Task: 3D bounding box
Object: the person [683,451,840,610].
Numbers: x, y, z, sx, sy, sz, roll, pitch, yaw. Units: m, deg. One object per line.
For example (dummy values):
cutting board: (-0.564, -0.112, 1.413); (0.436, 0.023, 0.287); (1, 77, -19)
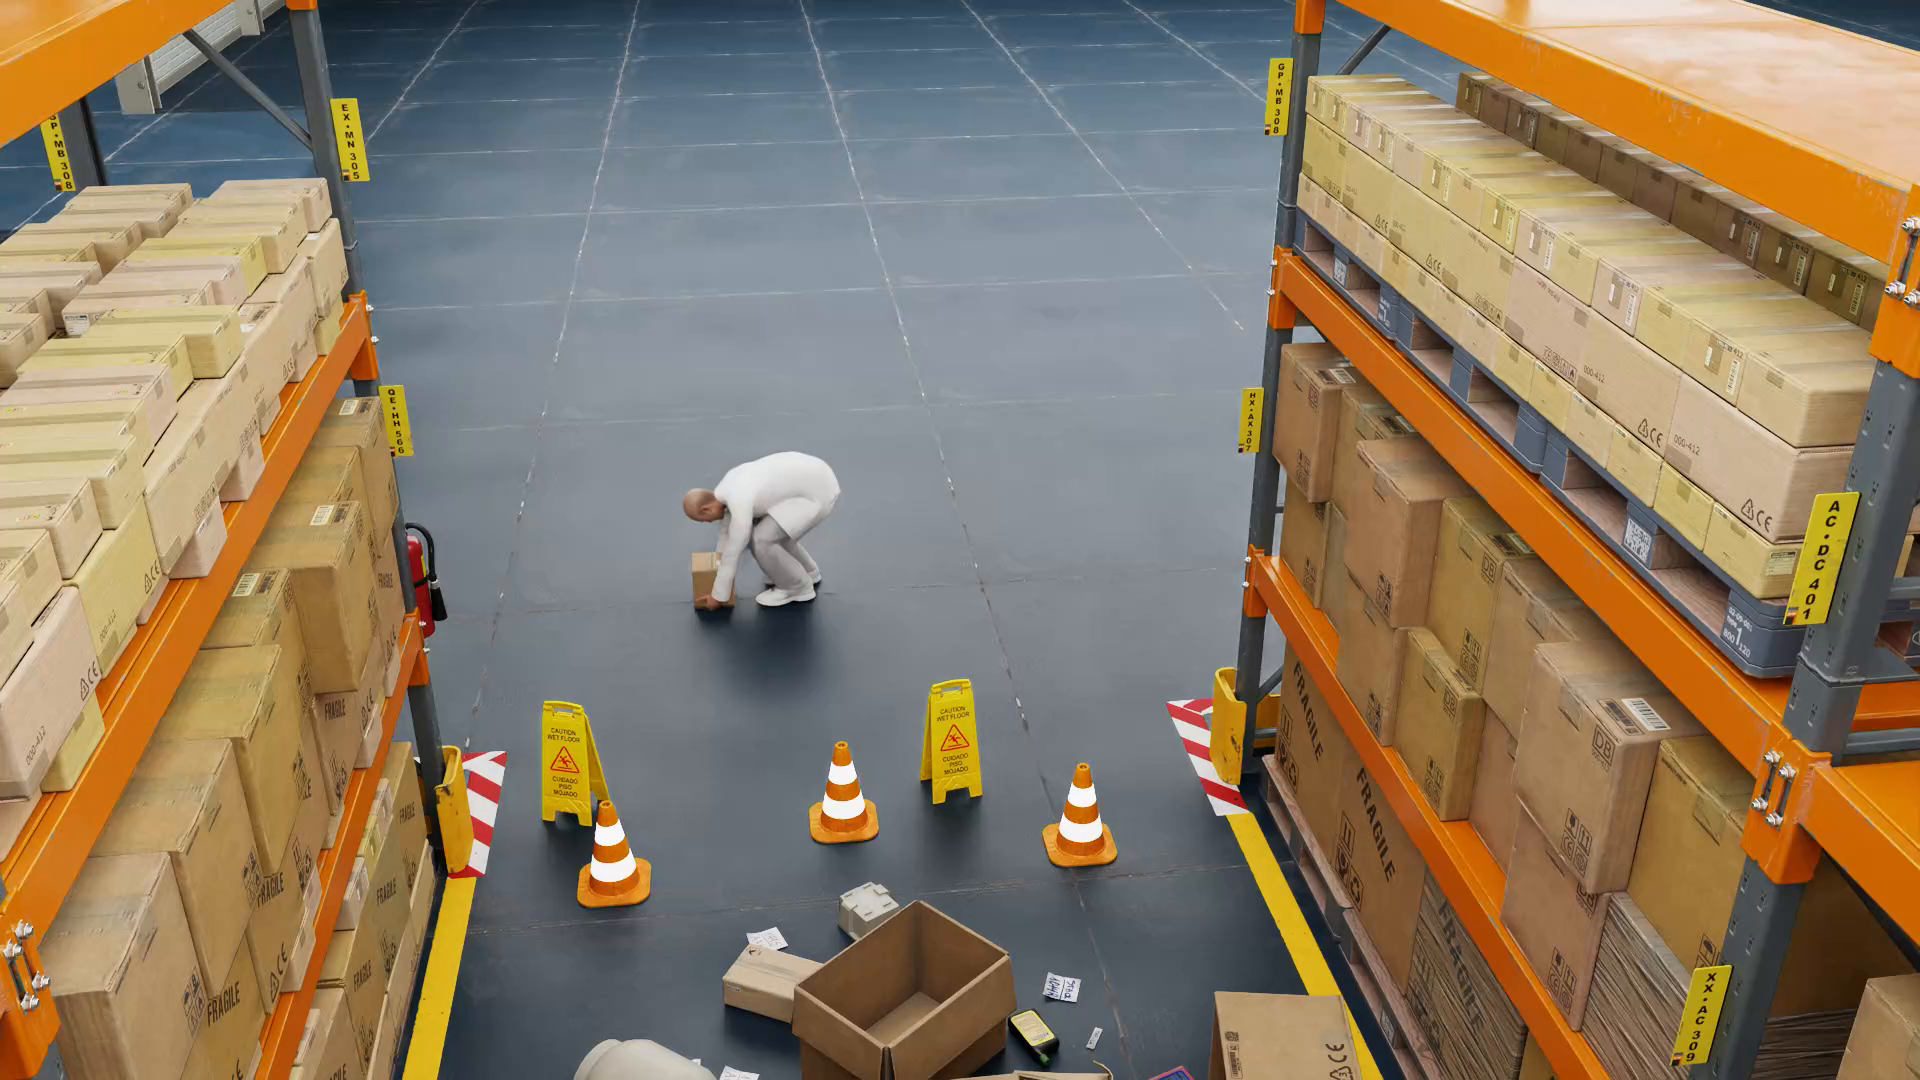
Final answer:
person: (-1.206, -0.070, 10.220); (0.949, 0.934, 0.587); (-5, 27, -9)
